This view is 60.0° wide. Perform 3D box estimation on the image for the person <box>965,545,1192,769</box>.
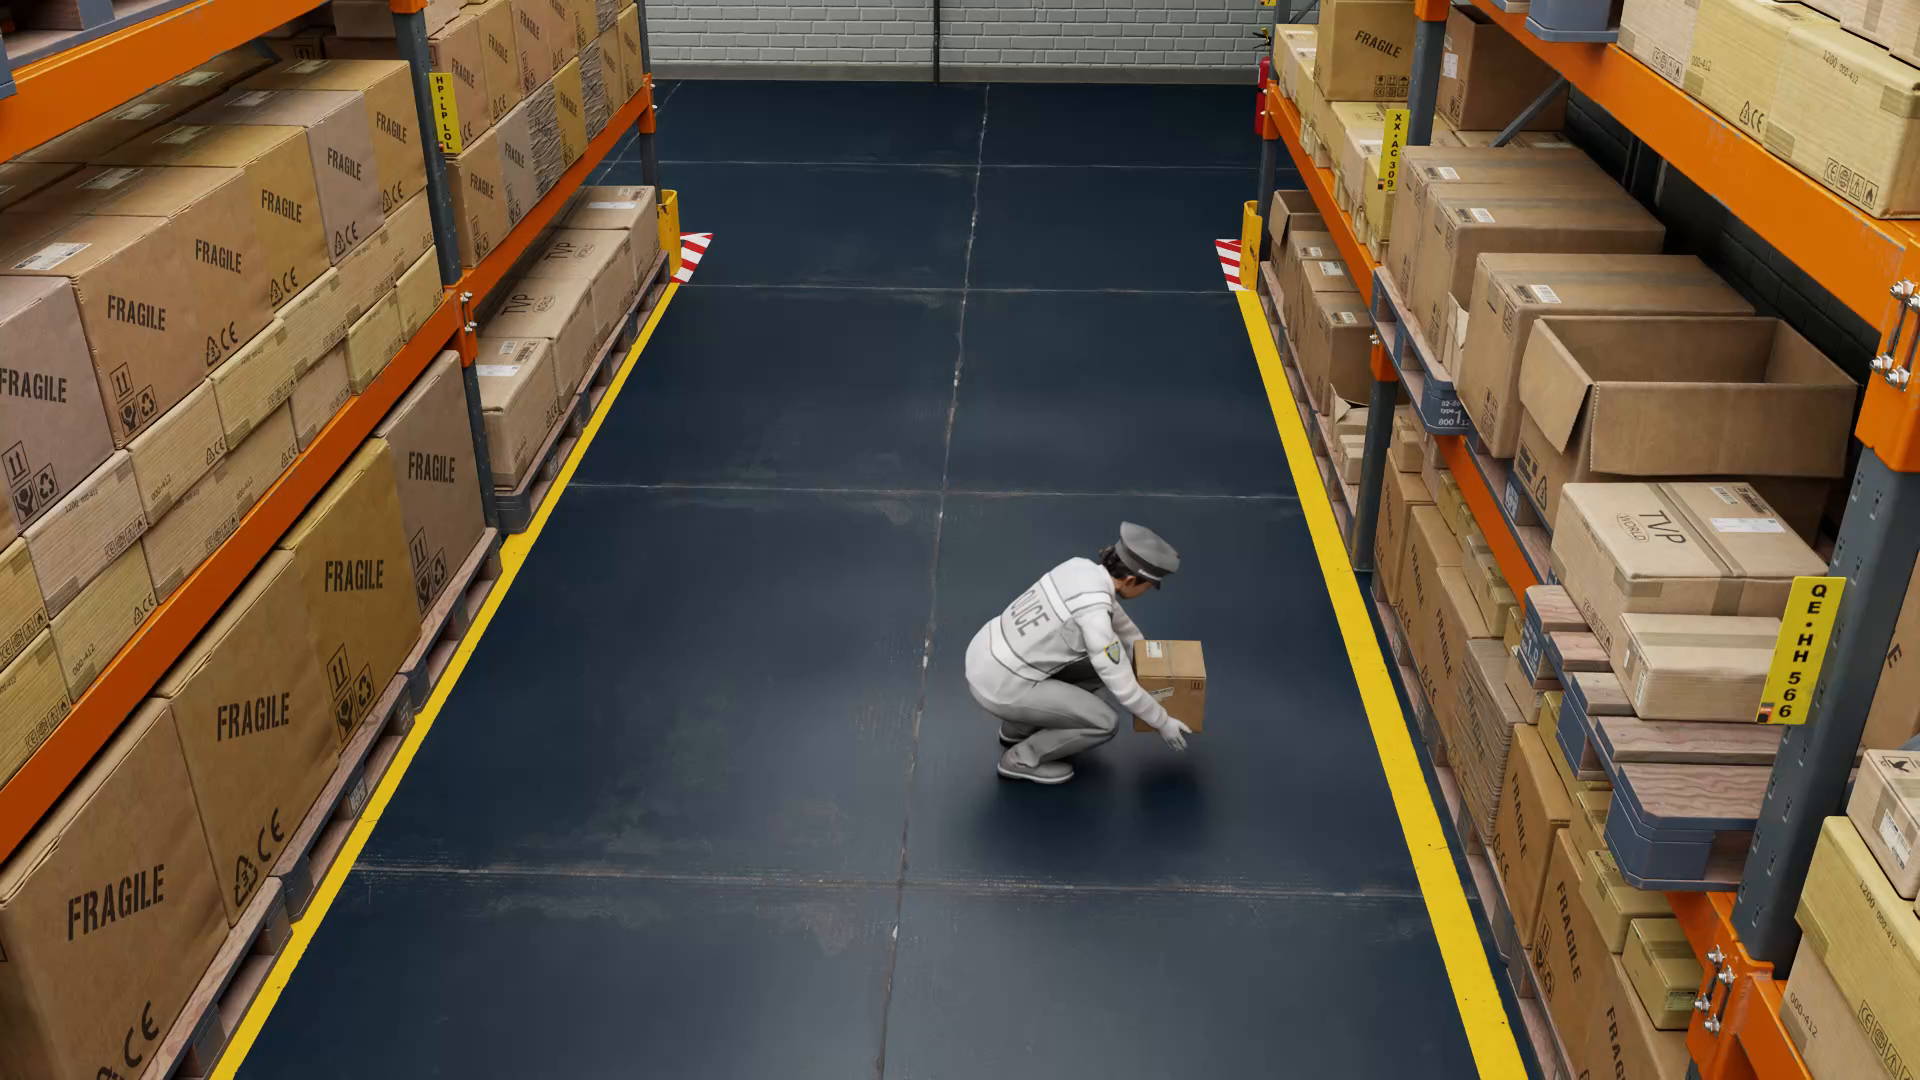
[{"bbox_3d":[-2.838,1.006,3.663,7.261,2.202,5.544,1,28,1],"label":"person"}]
